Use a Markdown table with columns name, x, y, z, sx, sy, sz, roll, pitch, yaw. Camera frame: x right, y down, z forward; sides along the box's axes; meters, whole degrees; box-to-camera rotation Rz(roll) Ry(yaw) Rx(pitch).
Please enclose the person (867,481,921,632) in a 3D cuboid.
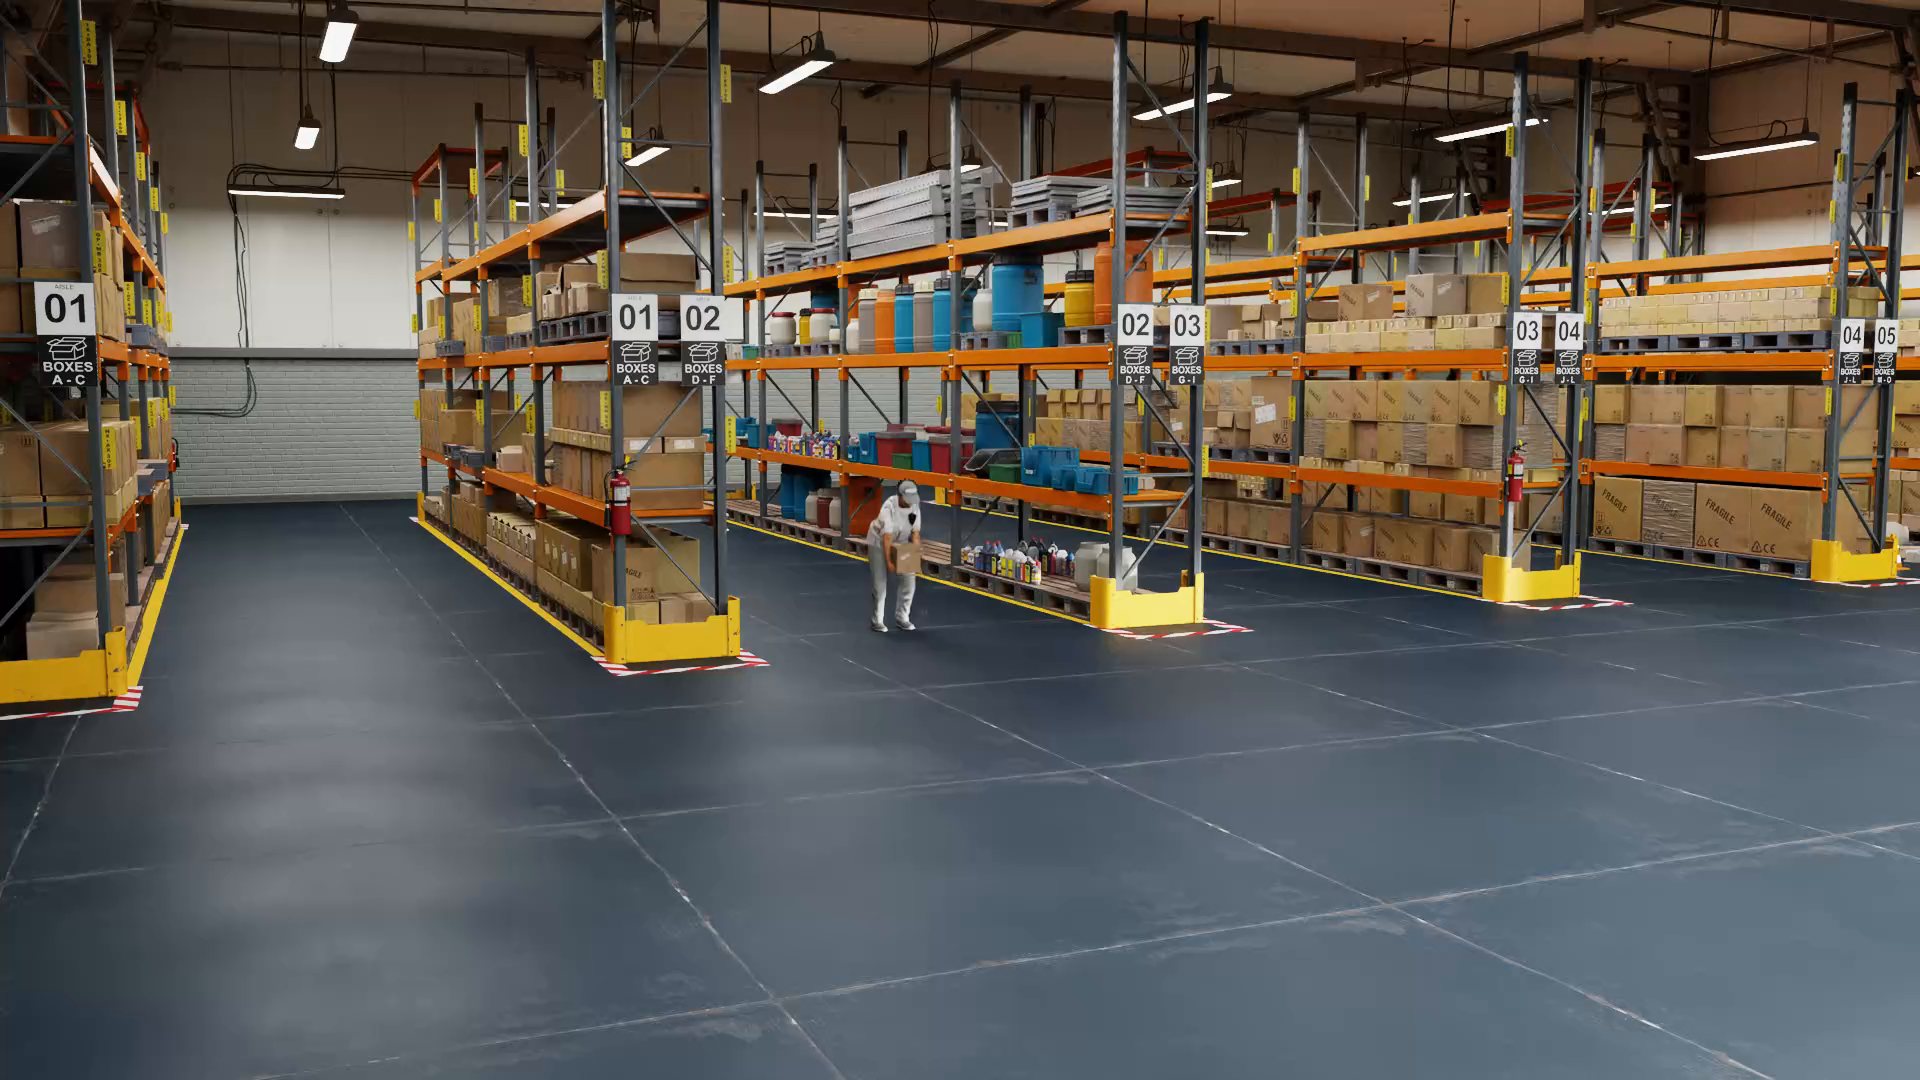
| name | x | y | z | sx | sy | sz | roll | pitch | yaw |
| --- | --- | --- | --- | --- | --- | --- | --- | --- | --- |
| person | -0.617 | 0.158 | 16.297 | 0.456 | 1.493 | 0.774 | -3 | 6 | -25 |
